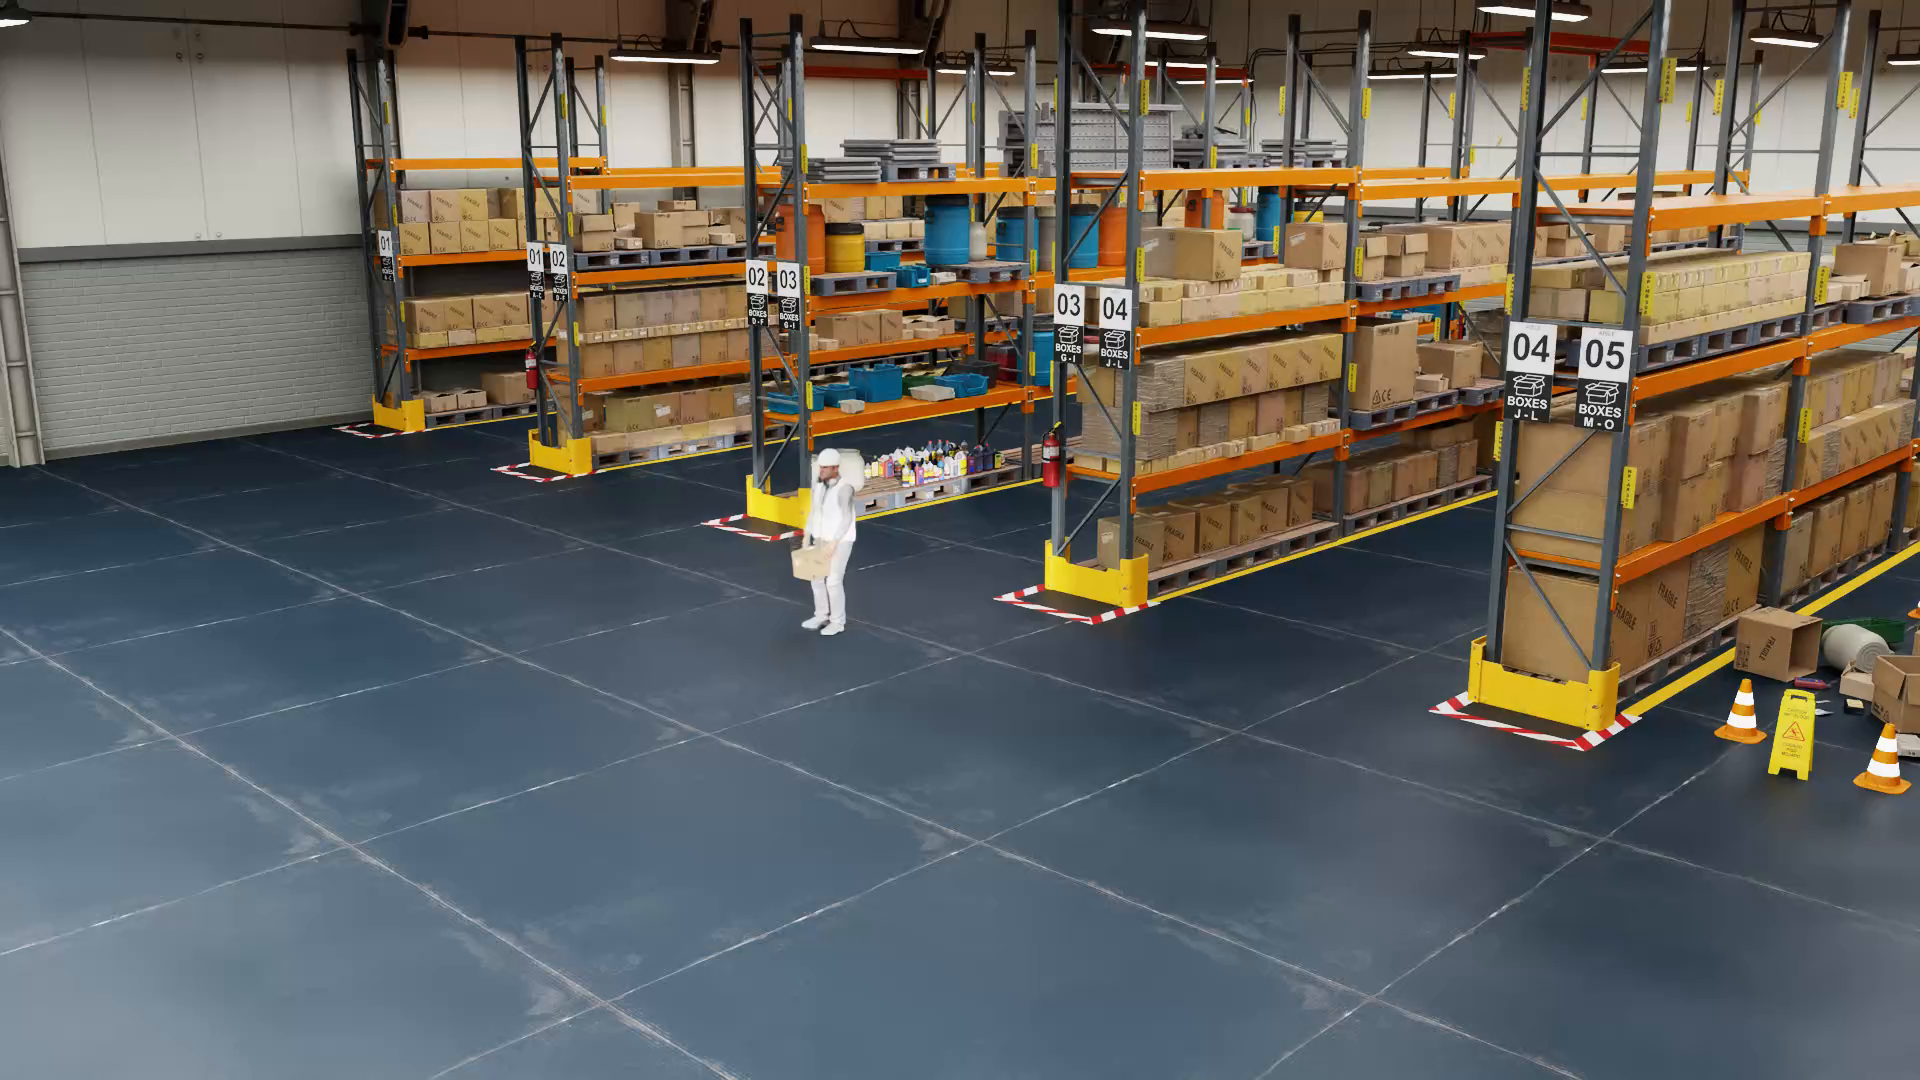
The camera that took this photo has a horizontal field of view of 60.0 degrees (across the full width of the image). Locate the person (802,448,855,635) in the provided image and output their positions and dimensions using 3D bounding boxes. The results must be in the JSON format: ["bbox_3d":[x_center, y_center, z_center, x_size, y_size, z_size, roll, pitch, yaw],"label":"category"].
[{"bbox_3d":[-1.244,-0.001,15.928,0.551,1.779,0.470,12,18,41],"label":"person"}]
